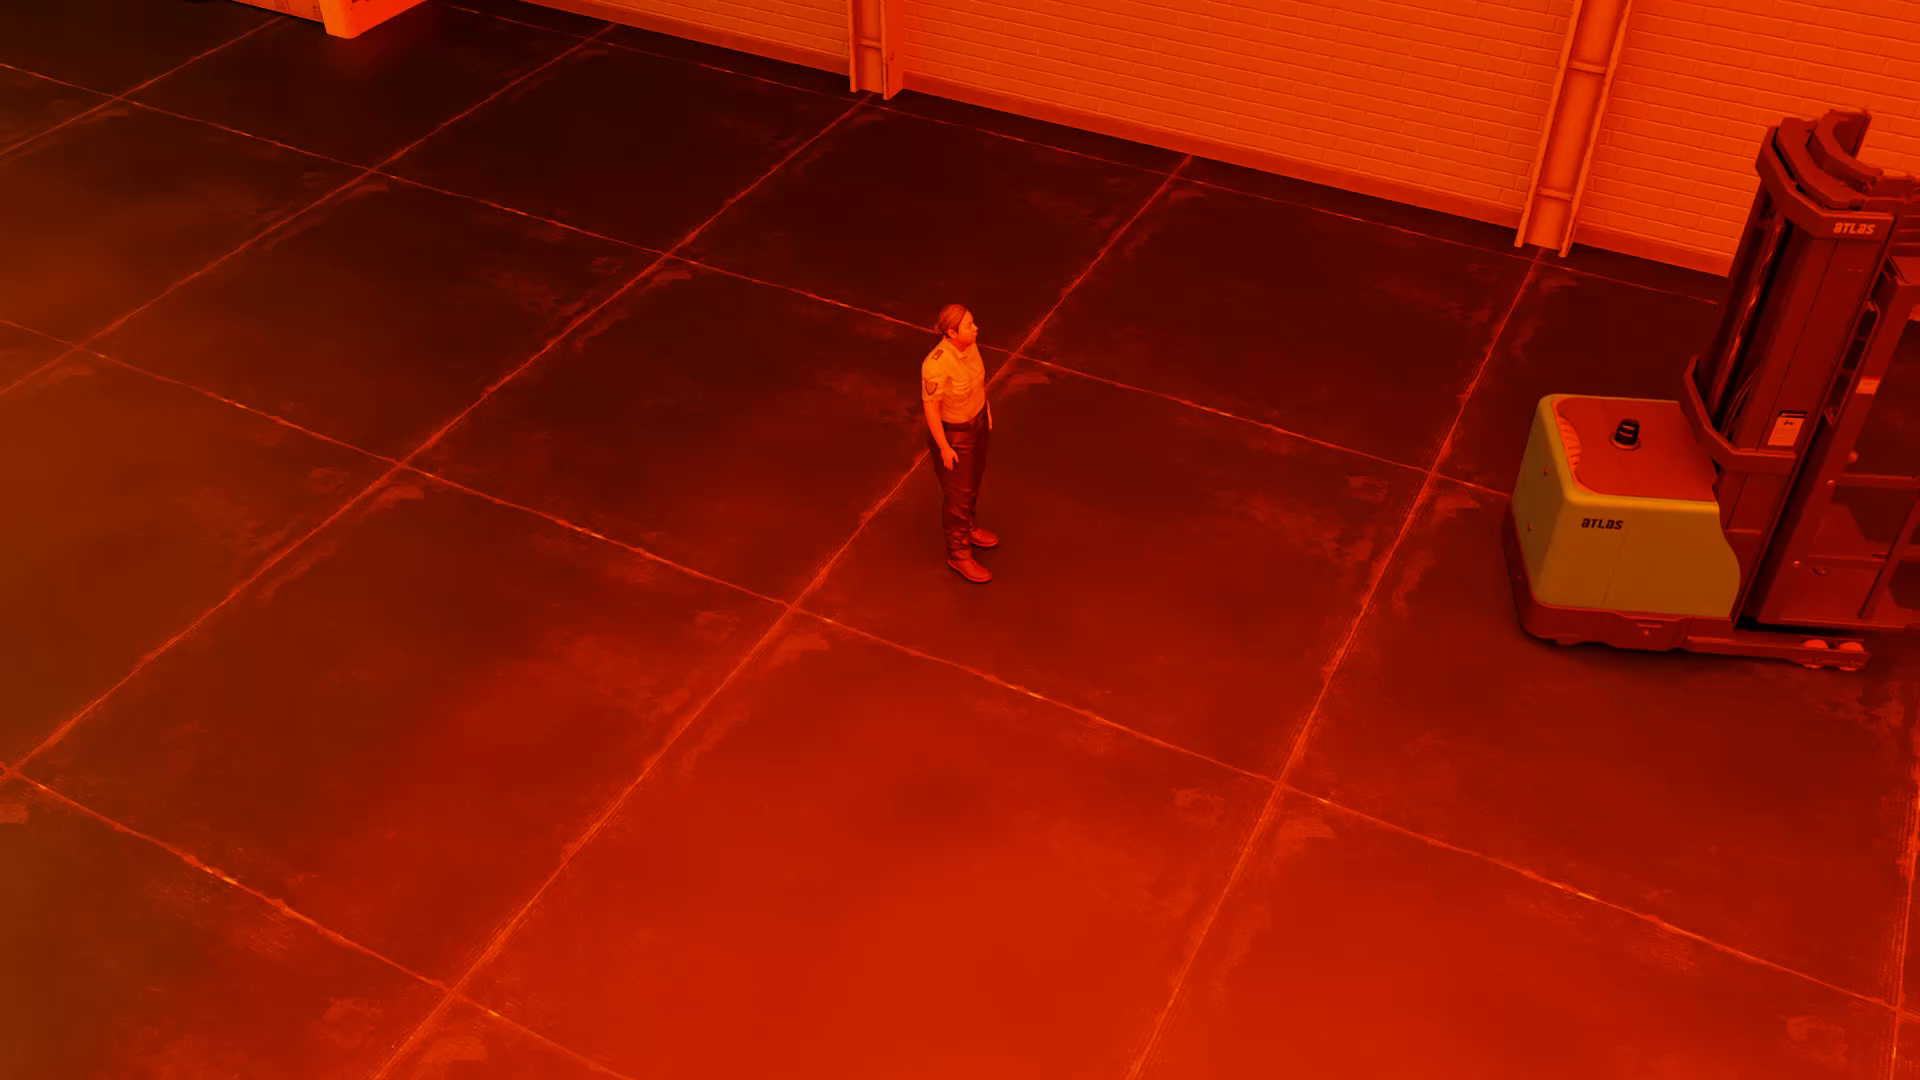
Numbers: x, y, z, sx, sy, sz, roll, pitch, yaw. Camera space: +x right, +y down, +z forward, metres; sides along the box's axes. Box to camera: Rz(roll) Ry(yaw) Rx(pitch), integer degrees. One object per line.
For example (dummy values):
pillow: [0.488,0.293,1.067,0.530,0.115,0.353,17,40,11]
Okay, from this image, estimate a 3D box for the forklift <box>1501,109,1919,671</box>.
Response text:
forklift: [4.784,-0.746,8.872,3.031,2.935,1.130,4,40,5]

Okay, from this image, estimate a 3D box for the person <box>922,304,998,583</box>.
person: [0.069,-0.597,9.679,0.503,1.651,0.598,18,43,21]
